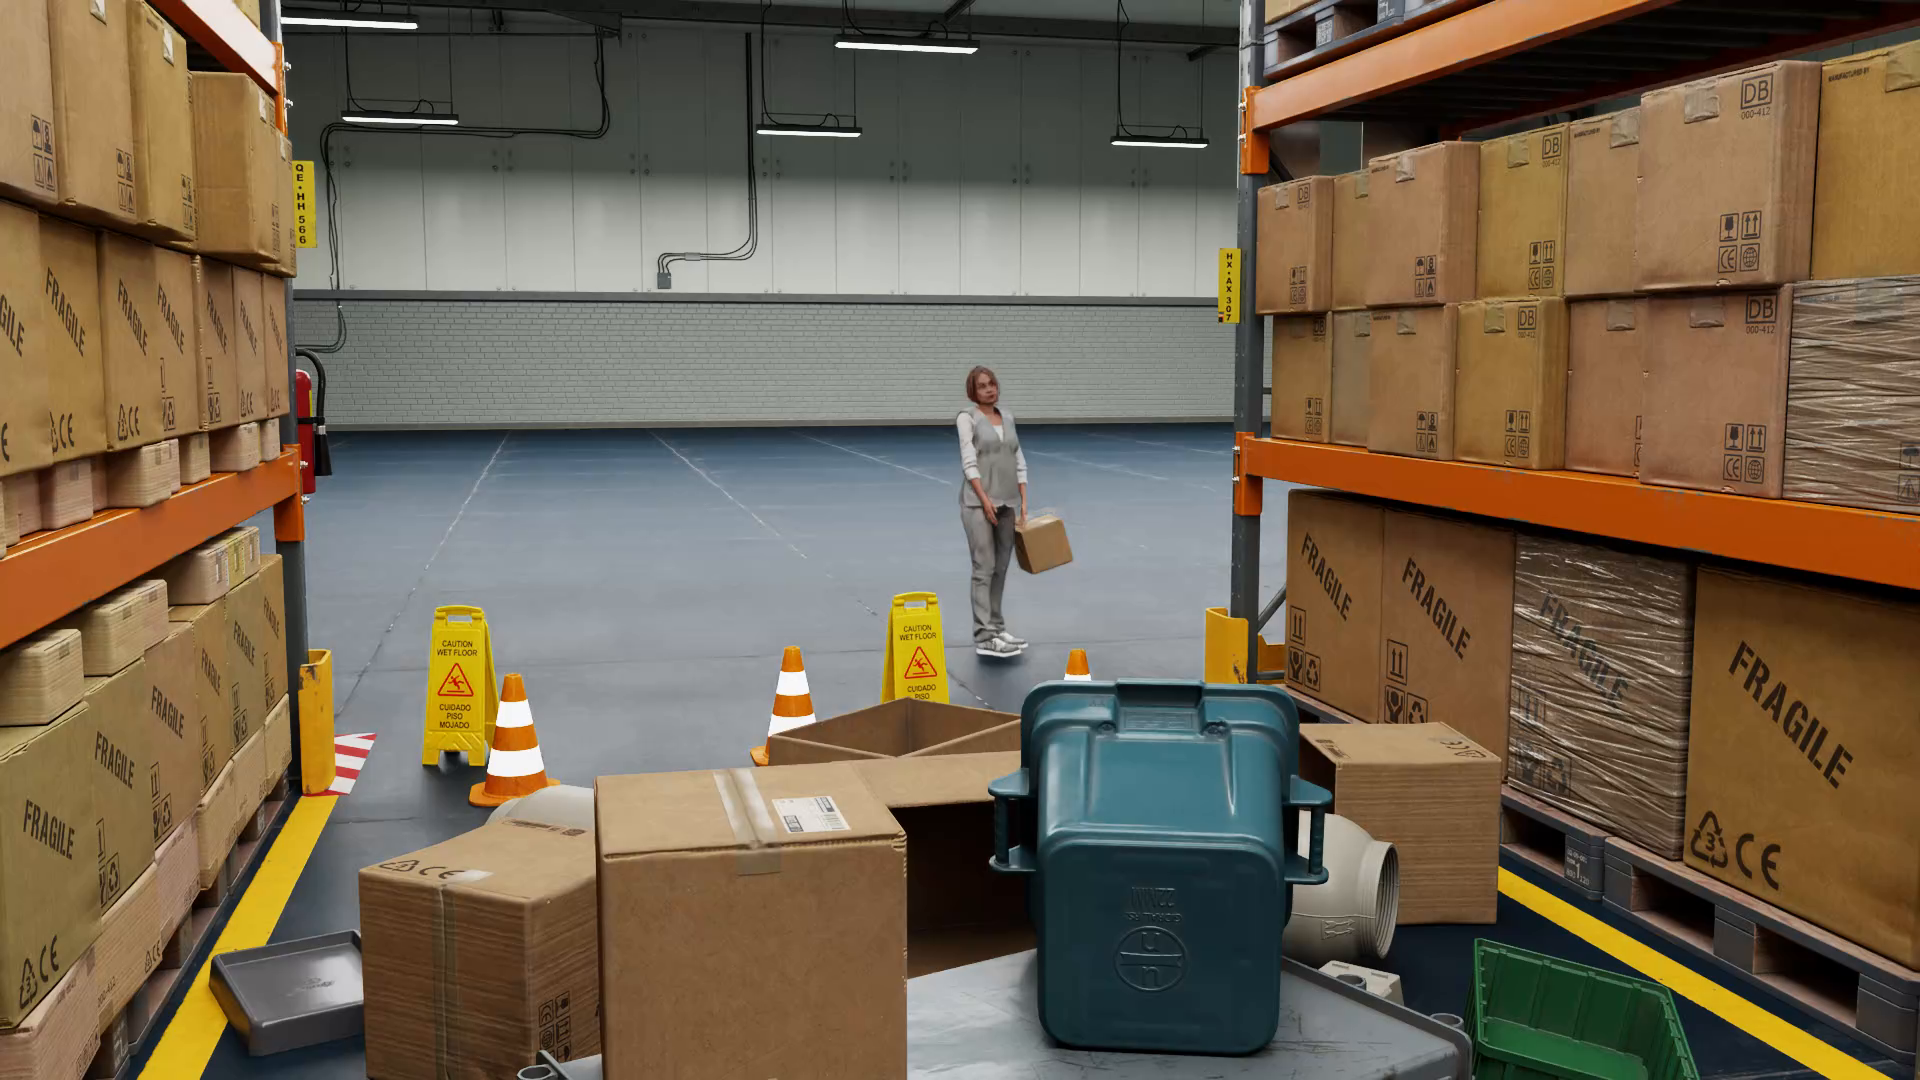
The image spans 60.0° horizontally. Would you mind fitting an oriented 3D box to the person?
[{"bbox_3d":[0.232,-0.162,9.201,0.434,1.601,0.473,-6,9,-42],"label":"person"}]
